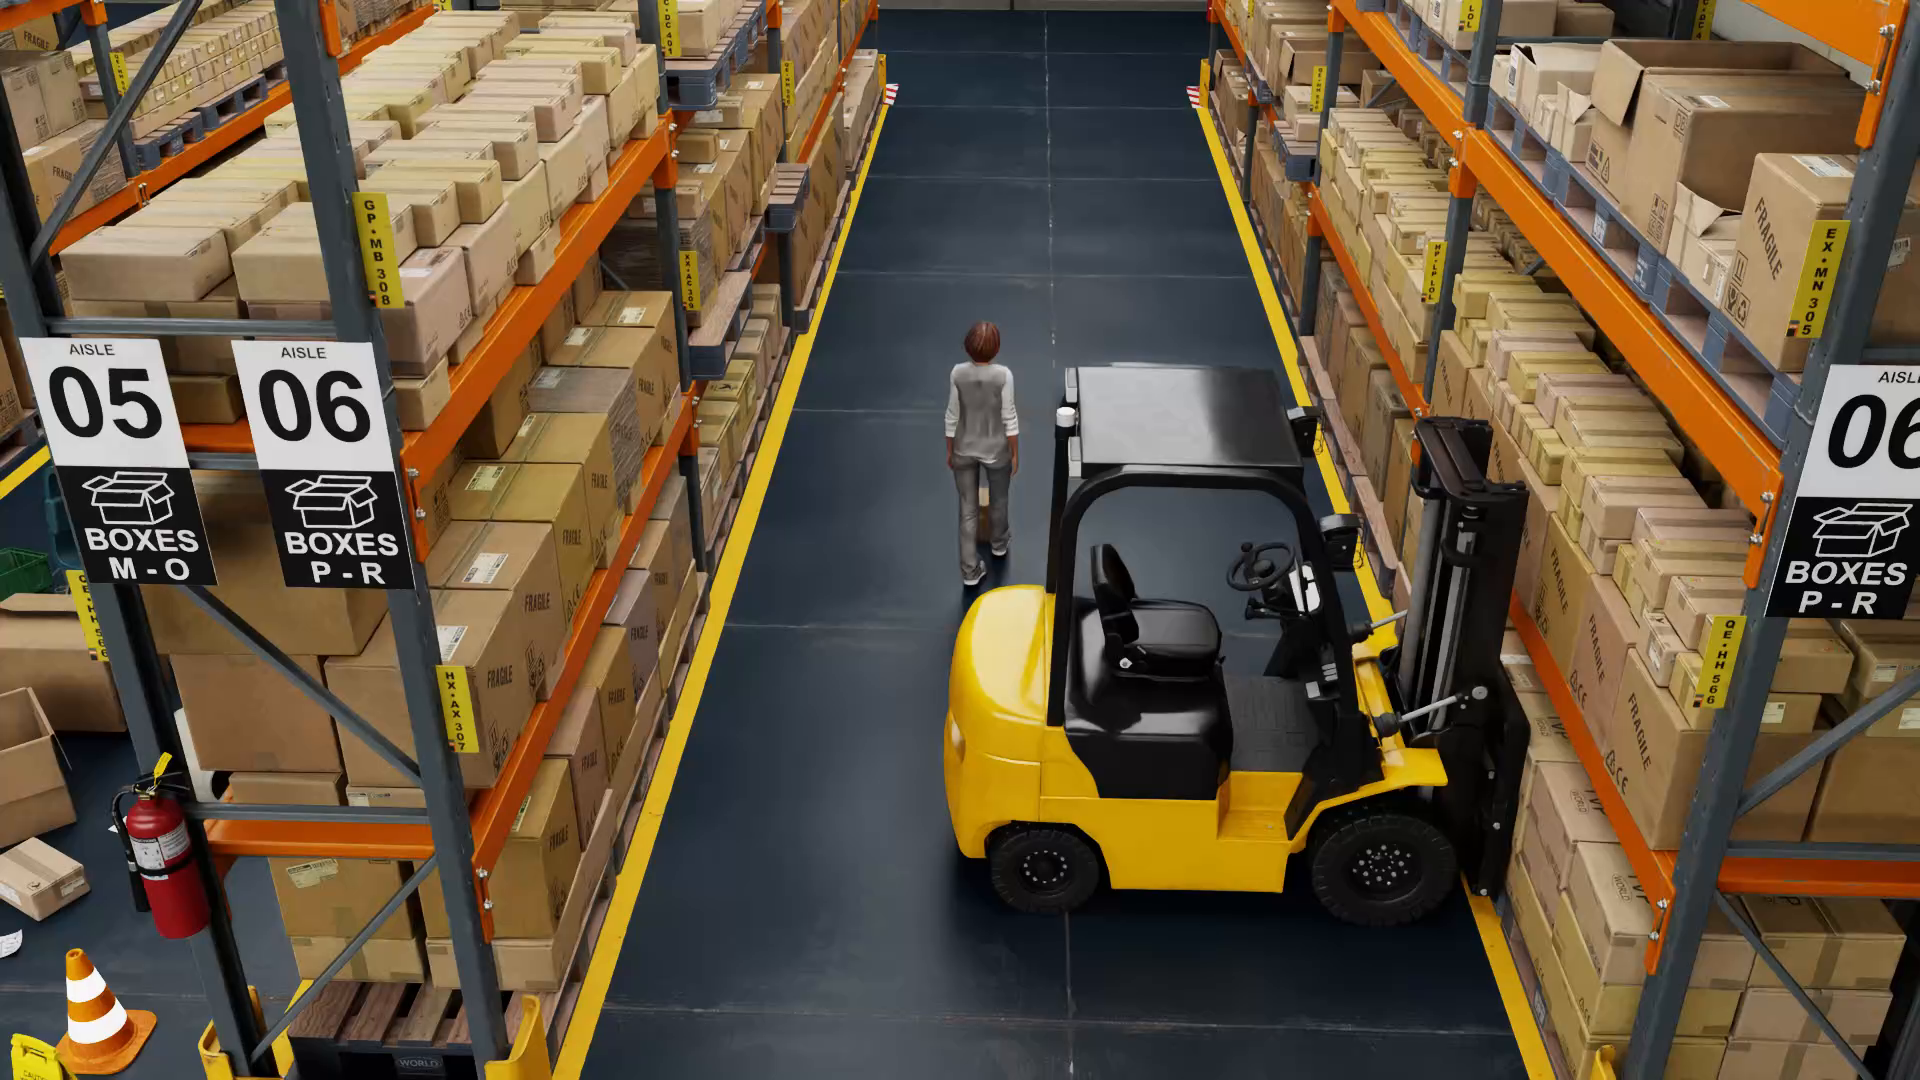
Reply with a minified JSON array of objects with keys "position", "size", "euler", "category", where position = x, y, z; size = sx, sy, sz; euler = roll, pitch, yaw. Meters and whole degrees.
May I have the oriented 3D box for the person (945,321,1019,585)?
[{"position":[0.140,-0.550,9.654],"size":[0.430,1.574,0.685],"euler":[3,29,6],"category":"person"}]
